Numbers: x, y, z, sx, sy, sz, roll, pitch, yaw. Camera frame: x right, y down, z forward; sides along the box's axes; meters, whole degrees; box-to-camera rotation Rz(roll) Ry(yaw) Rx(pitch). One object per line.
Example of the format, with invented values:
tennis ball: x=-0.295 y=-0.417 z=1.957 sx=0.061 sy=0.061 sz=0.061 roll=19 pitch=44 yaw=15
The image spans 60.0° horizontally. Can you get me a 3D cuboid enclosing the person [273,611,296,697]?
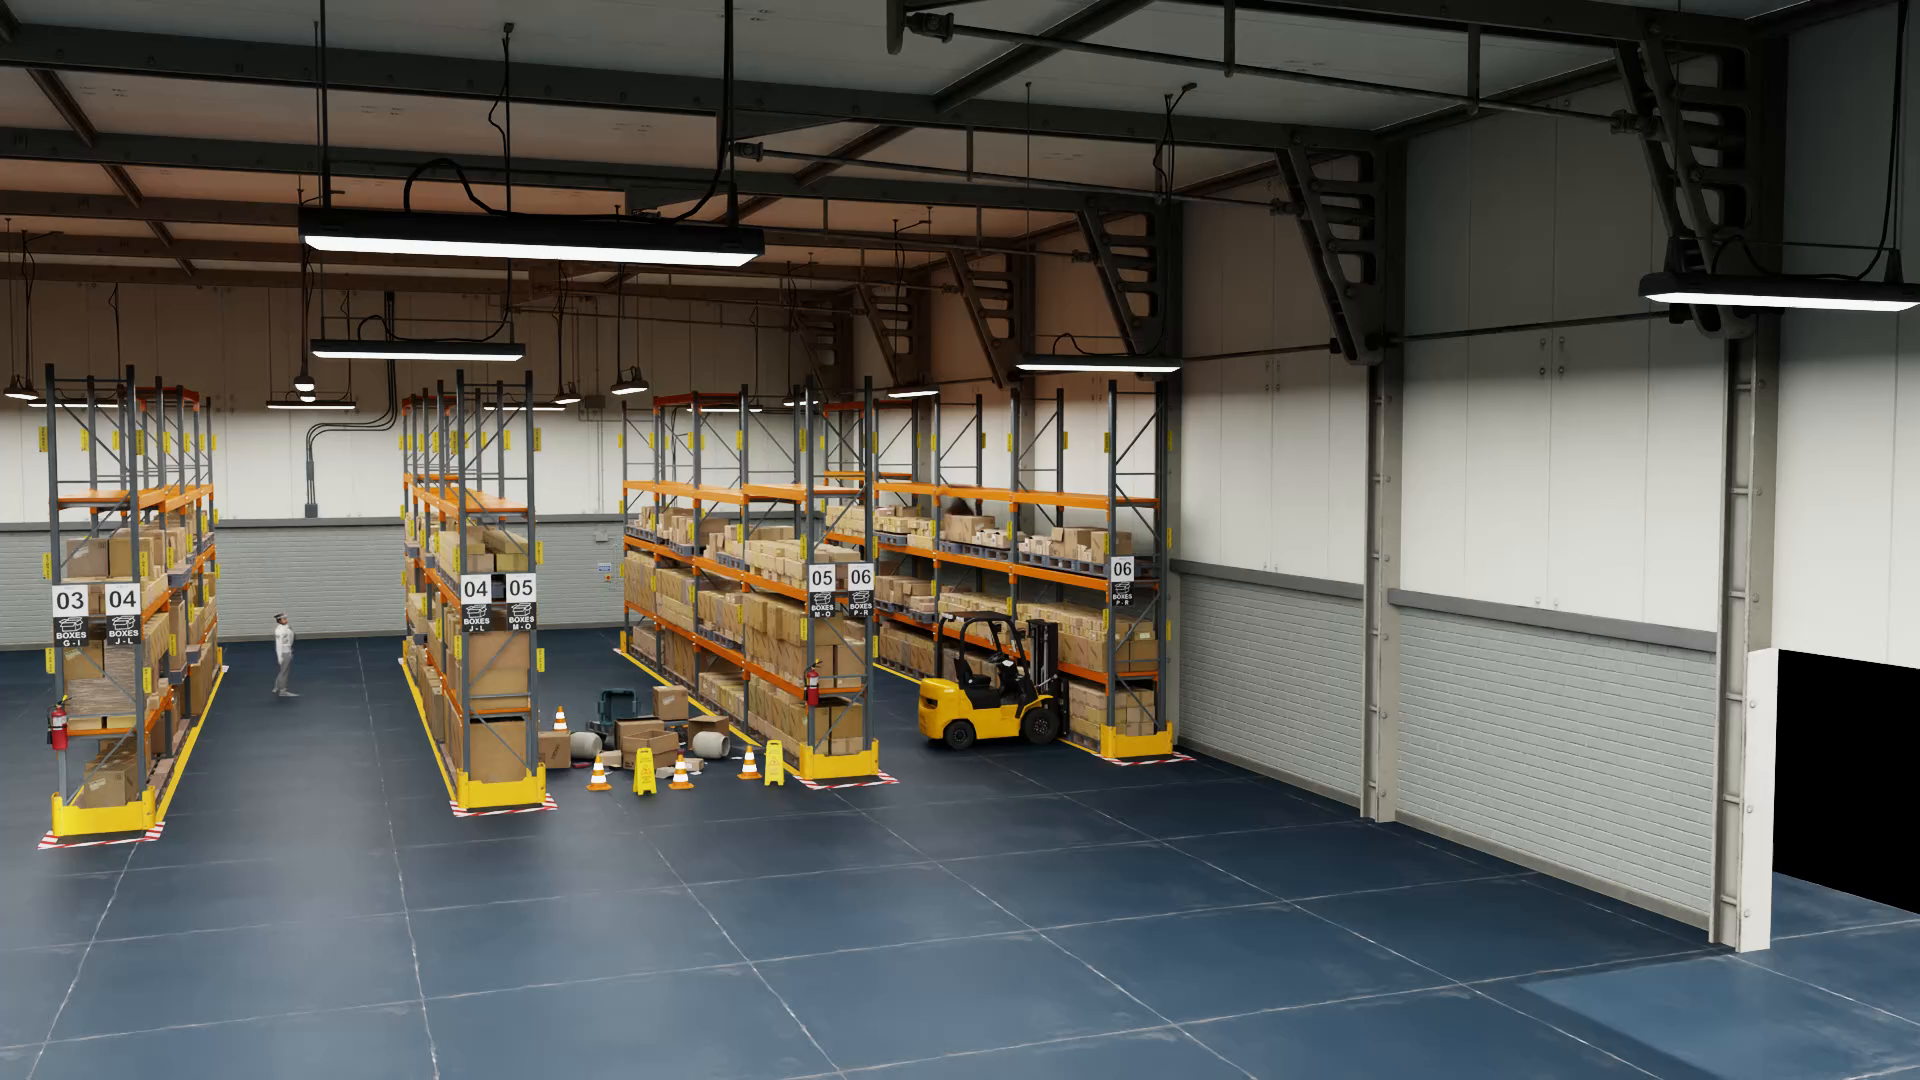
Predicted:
person: x=-13.278 y=2.241 z=32.679 sx=0.443 sy=1.698 sz=0.505 roll=-1 pitch=4 yaw=-23
